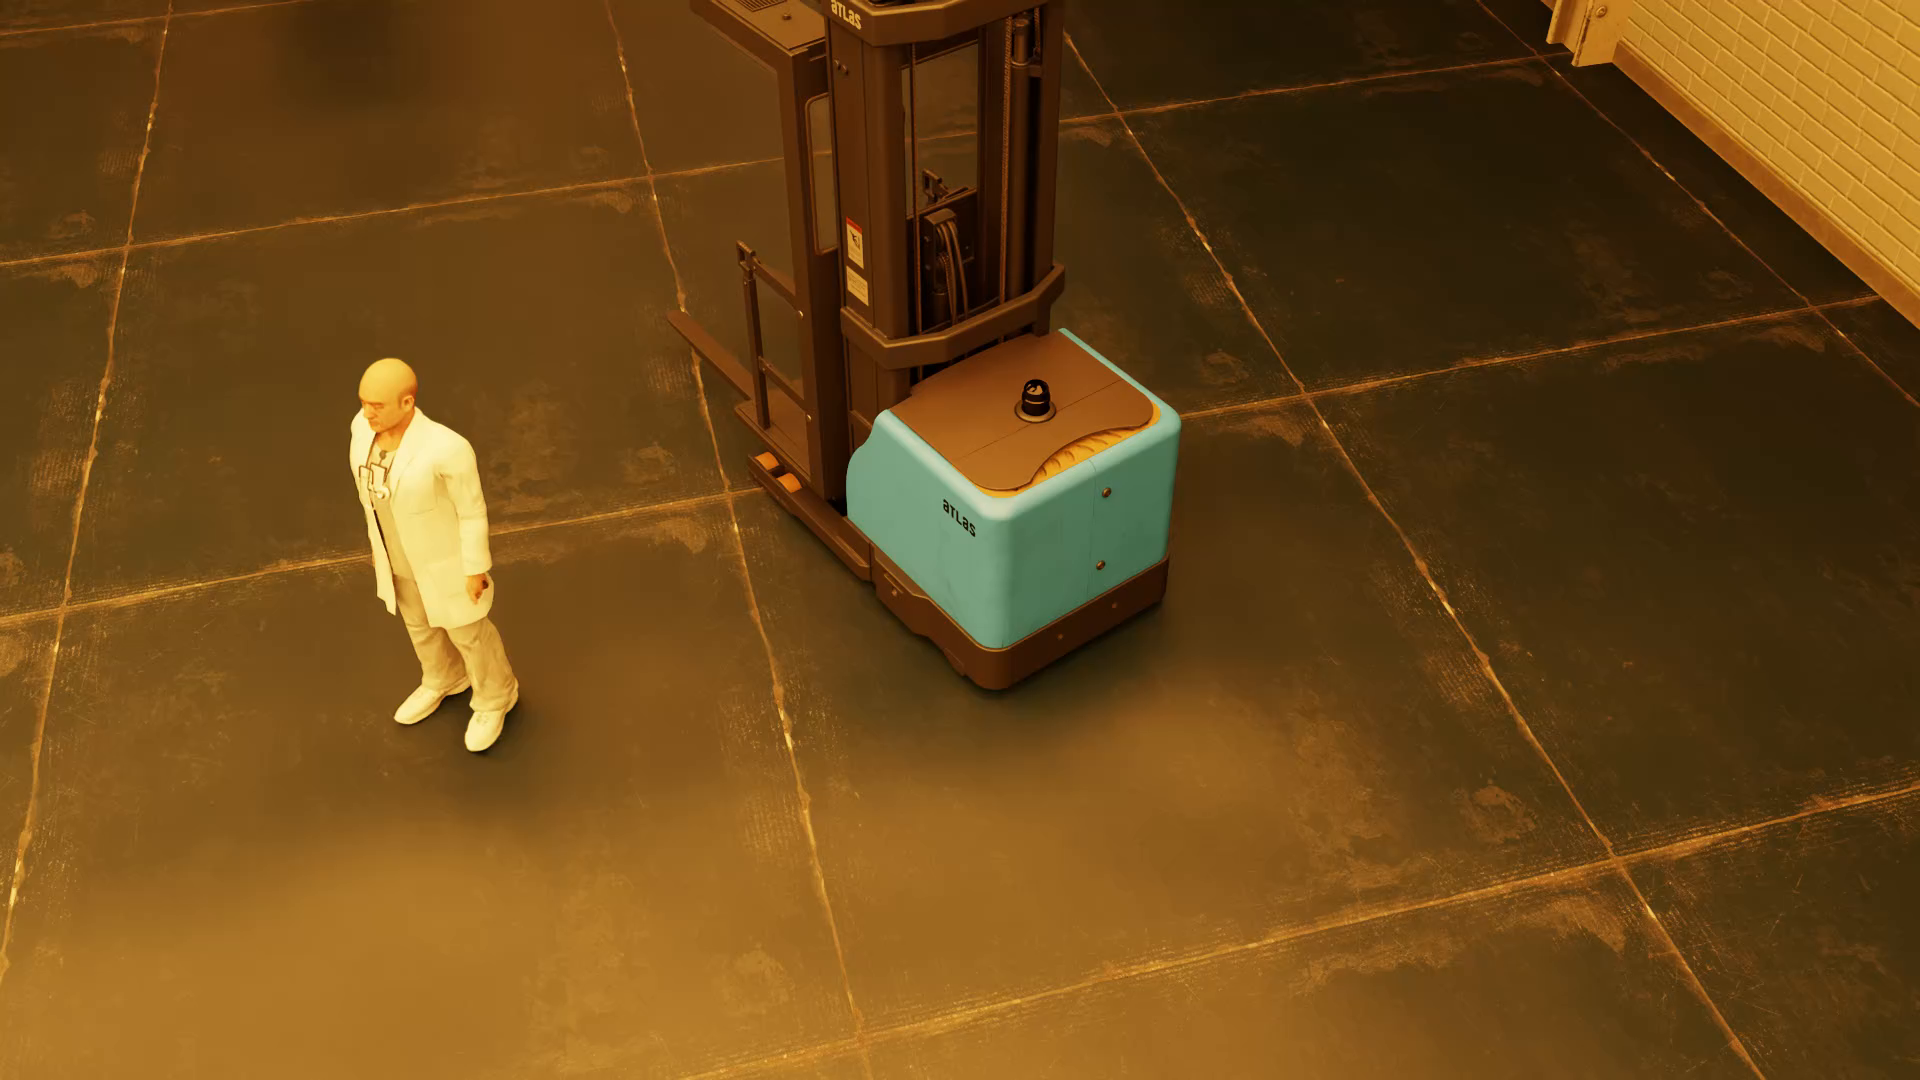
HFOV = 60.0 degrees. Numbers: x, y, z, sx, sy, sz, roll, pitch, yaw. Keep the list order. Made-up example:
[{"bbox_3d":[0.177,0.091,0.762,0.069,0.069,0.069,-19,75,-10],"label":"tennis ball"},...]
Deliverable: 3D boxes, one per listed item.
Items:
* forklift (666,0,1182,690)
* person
[{"bbox_3d":[-0.366,-1.399,7.126,1.130,2.935,3.031,-27,50,-26],"label":"forklift"},{"bbox_3d":[-2.066,0.078,6.401,0.550,1.781,0.390,18,46,18],"label":"person"}]
